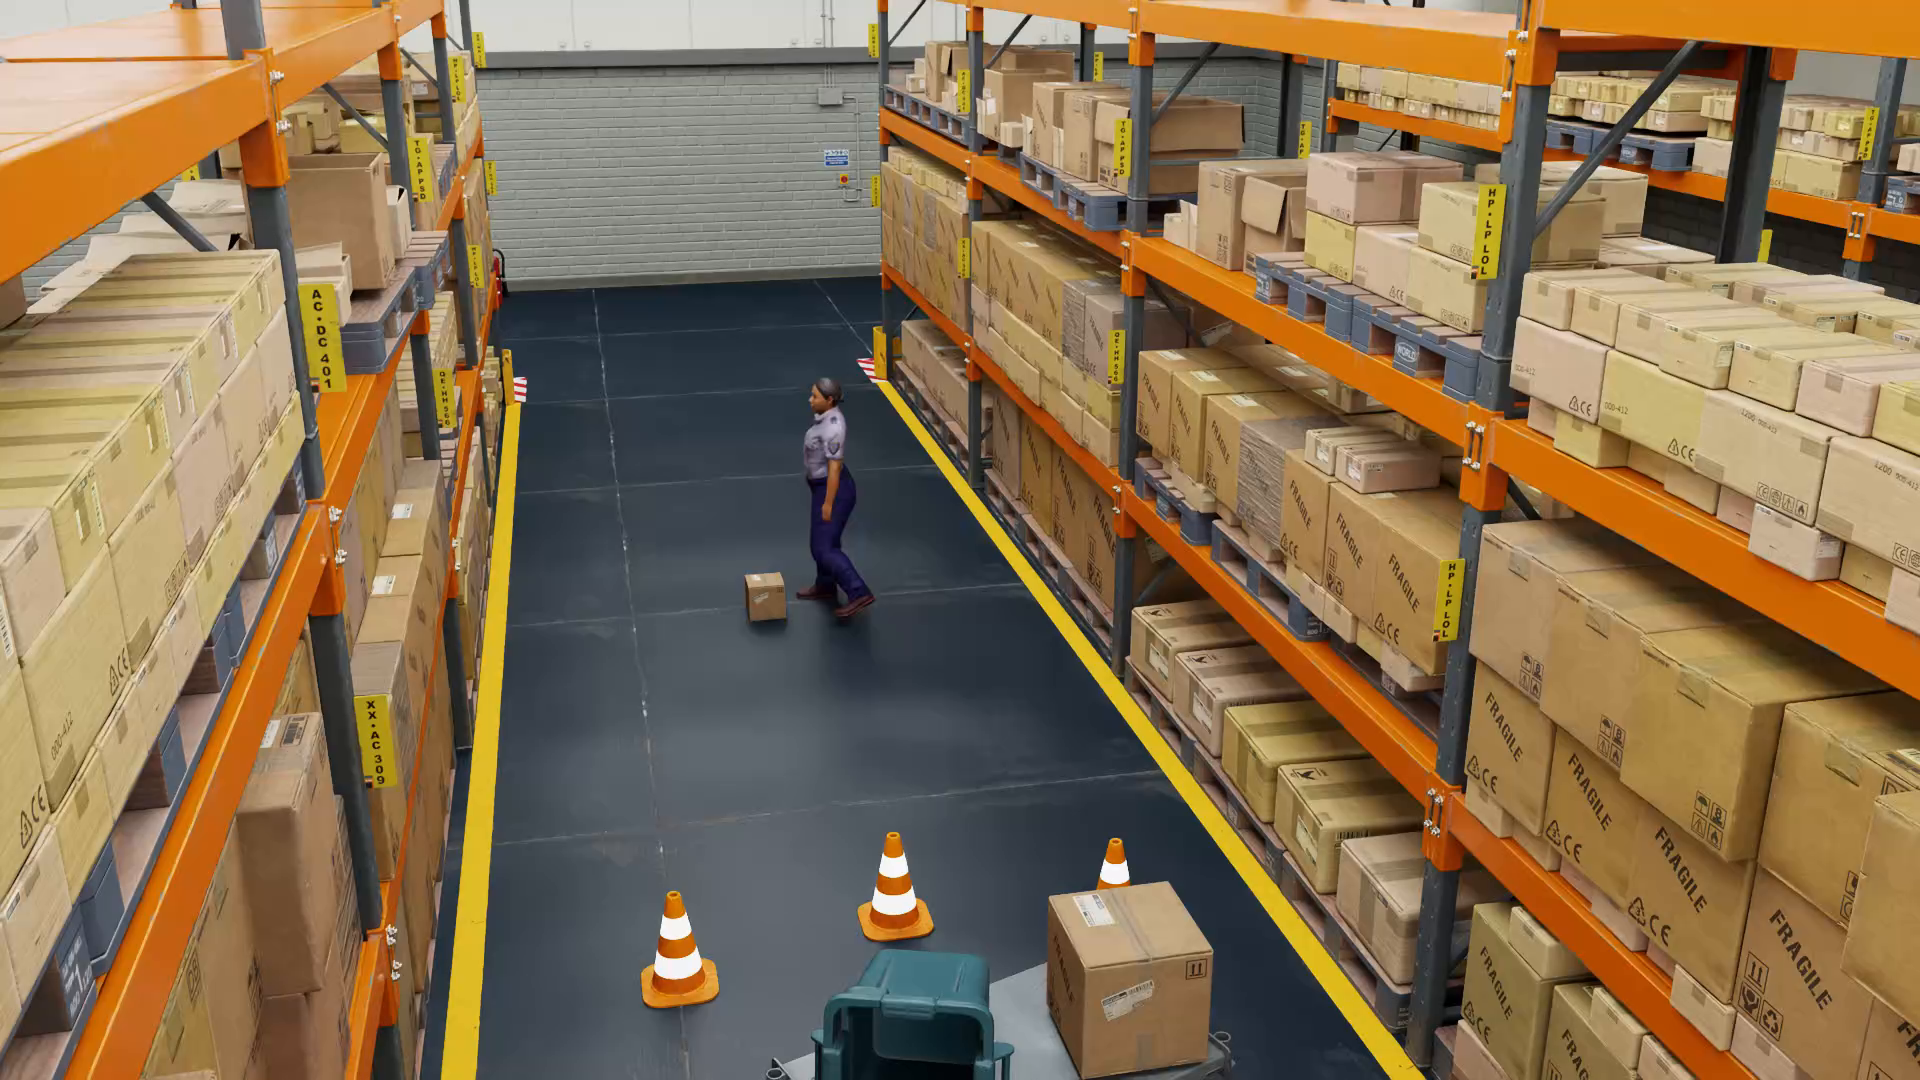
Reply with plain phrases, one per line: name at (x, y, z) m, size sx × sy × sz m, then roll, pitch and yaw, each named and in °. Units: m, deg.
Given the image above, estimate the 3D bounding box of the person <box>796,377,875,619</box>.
person at (-0.873, -0.282, 11.375) m, size 0.539 × 1.646 × 0.657 m, roll -2°, pitch 20°, yaw -6°
